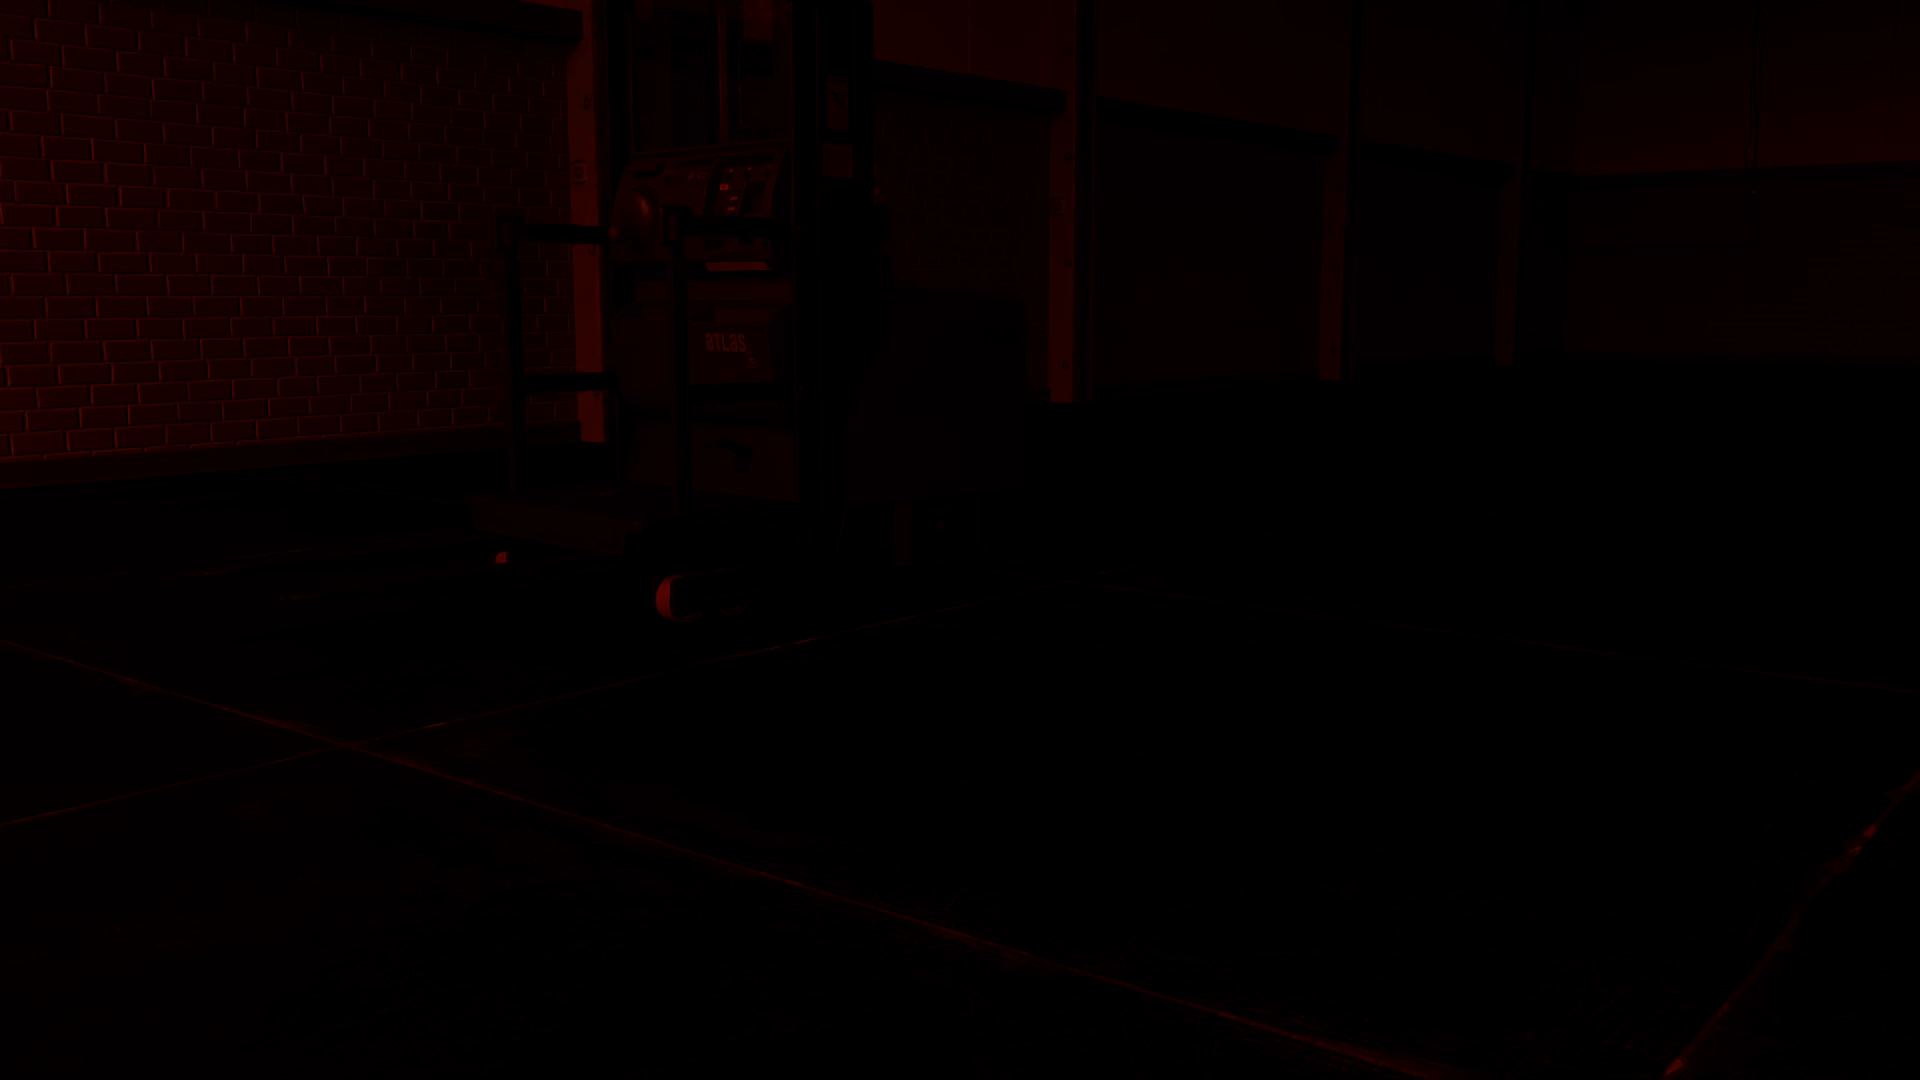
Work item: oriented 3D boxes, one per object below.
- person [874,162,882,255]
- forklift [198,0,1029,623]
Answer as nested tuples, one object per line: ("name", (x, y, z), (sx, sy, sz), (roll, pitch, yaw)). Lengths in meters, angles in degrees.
("person", (-0.523, -0.990, 8.128), (0.440, 1.752, 0.832), (4, 9, 26))
("forklift", (-1.096, -1.256, 5.868), (1.130, 2.935, 3.031), (8, 11, 43))
